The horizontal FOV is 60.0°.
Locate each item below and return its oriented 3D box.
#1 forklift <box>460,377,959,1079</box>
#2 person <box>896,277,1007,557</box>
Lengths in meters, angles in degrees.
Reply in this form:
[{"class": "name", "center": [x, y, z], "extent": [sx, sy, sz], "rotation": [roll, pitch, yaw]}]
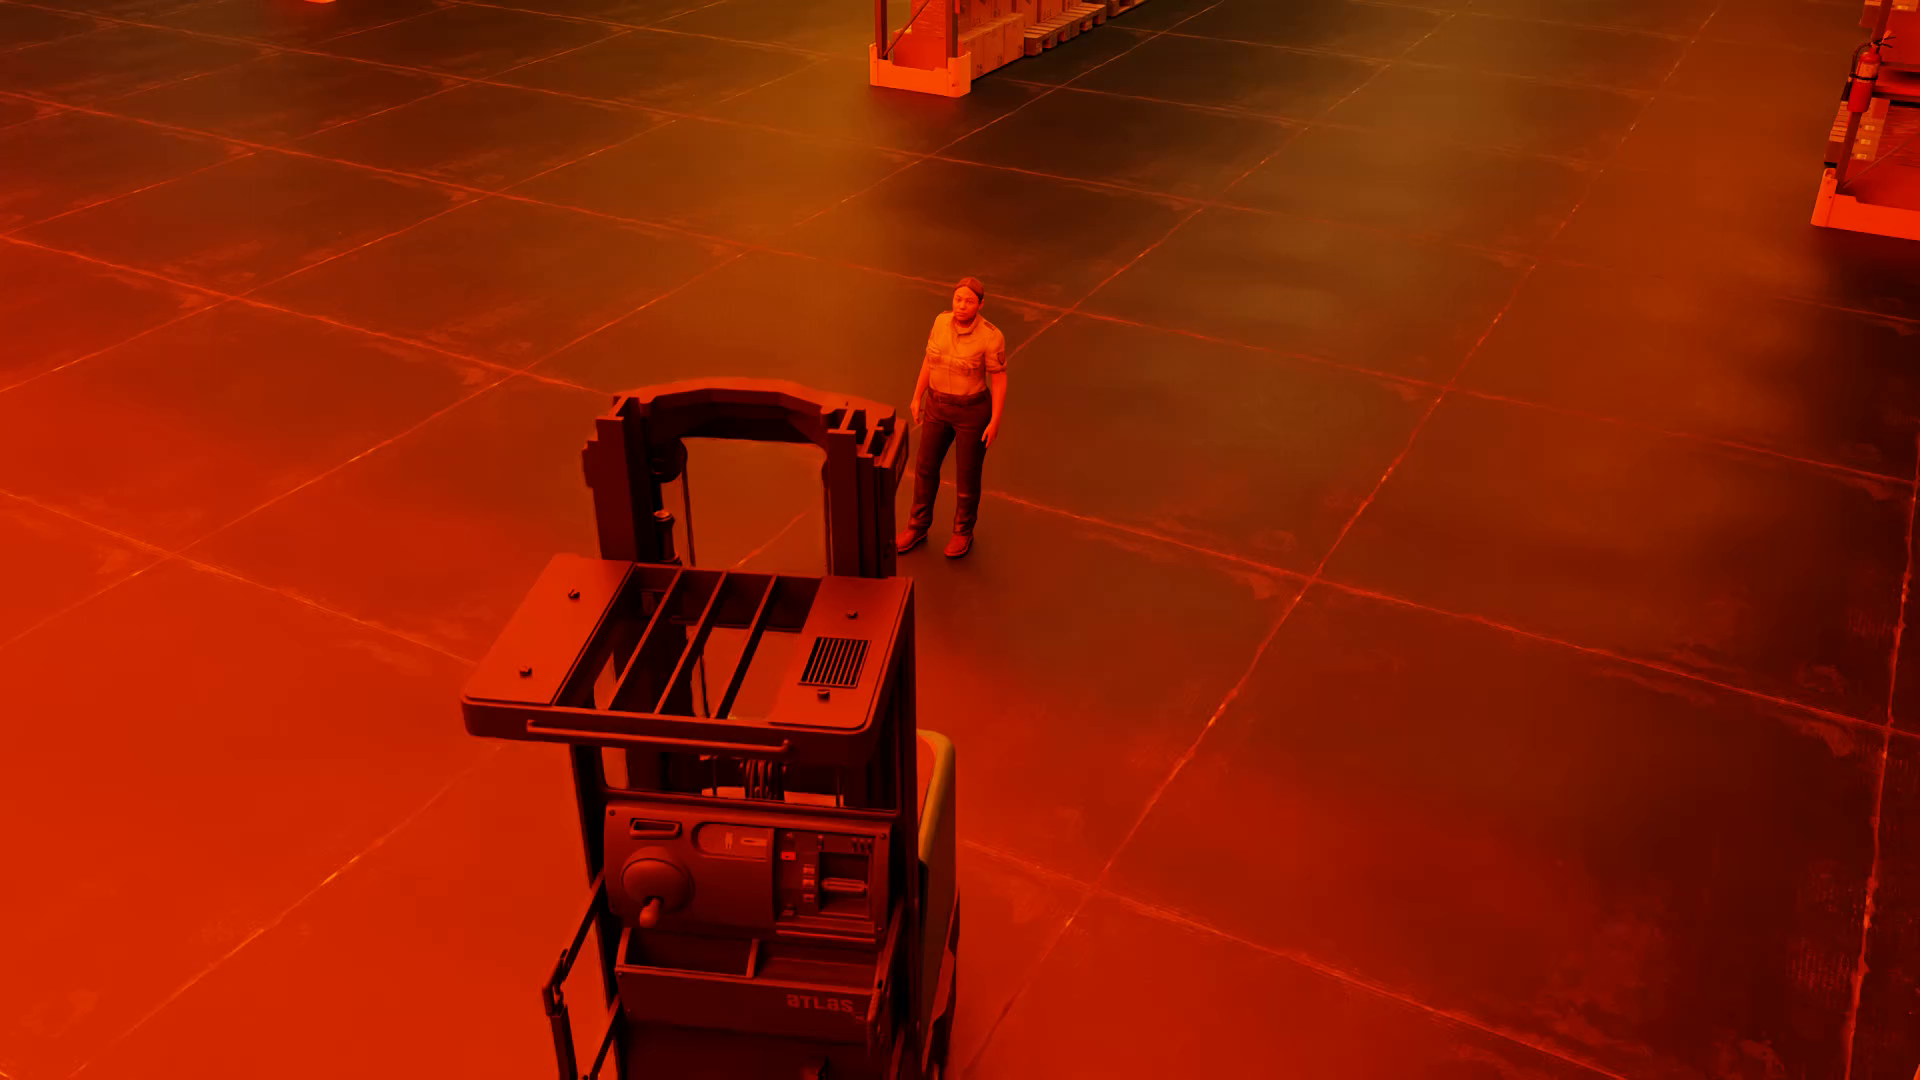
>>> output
[{"class": "forklift", "center": [-0.710, 1.113, 5.141], "extent": [1.130, 2.935, 3.031], "rotation": [4, 30, 7]}, {"class": "person", "center": [-0.063, -0.687, 9.529], "extent": [0.598, 1.651, 0.503], "rotation": [15, 33, 25]}]
